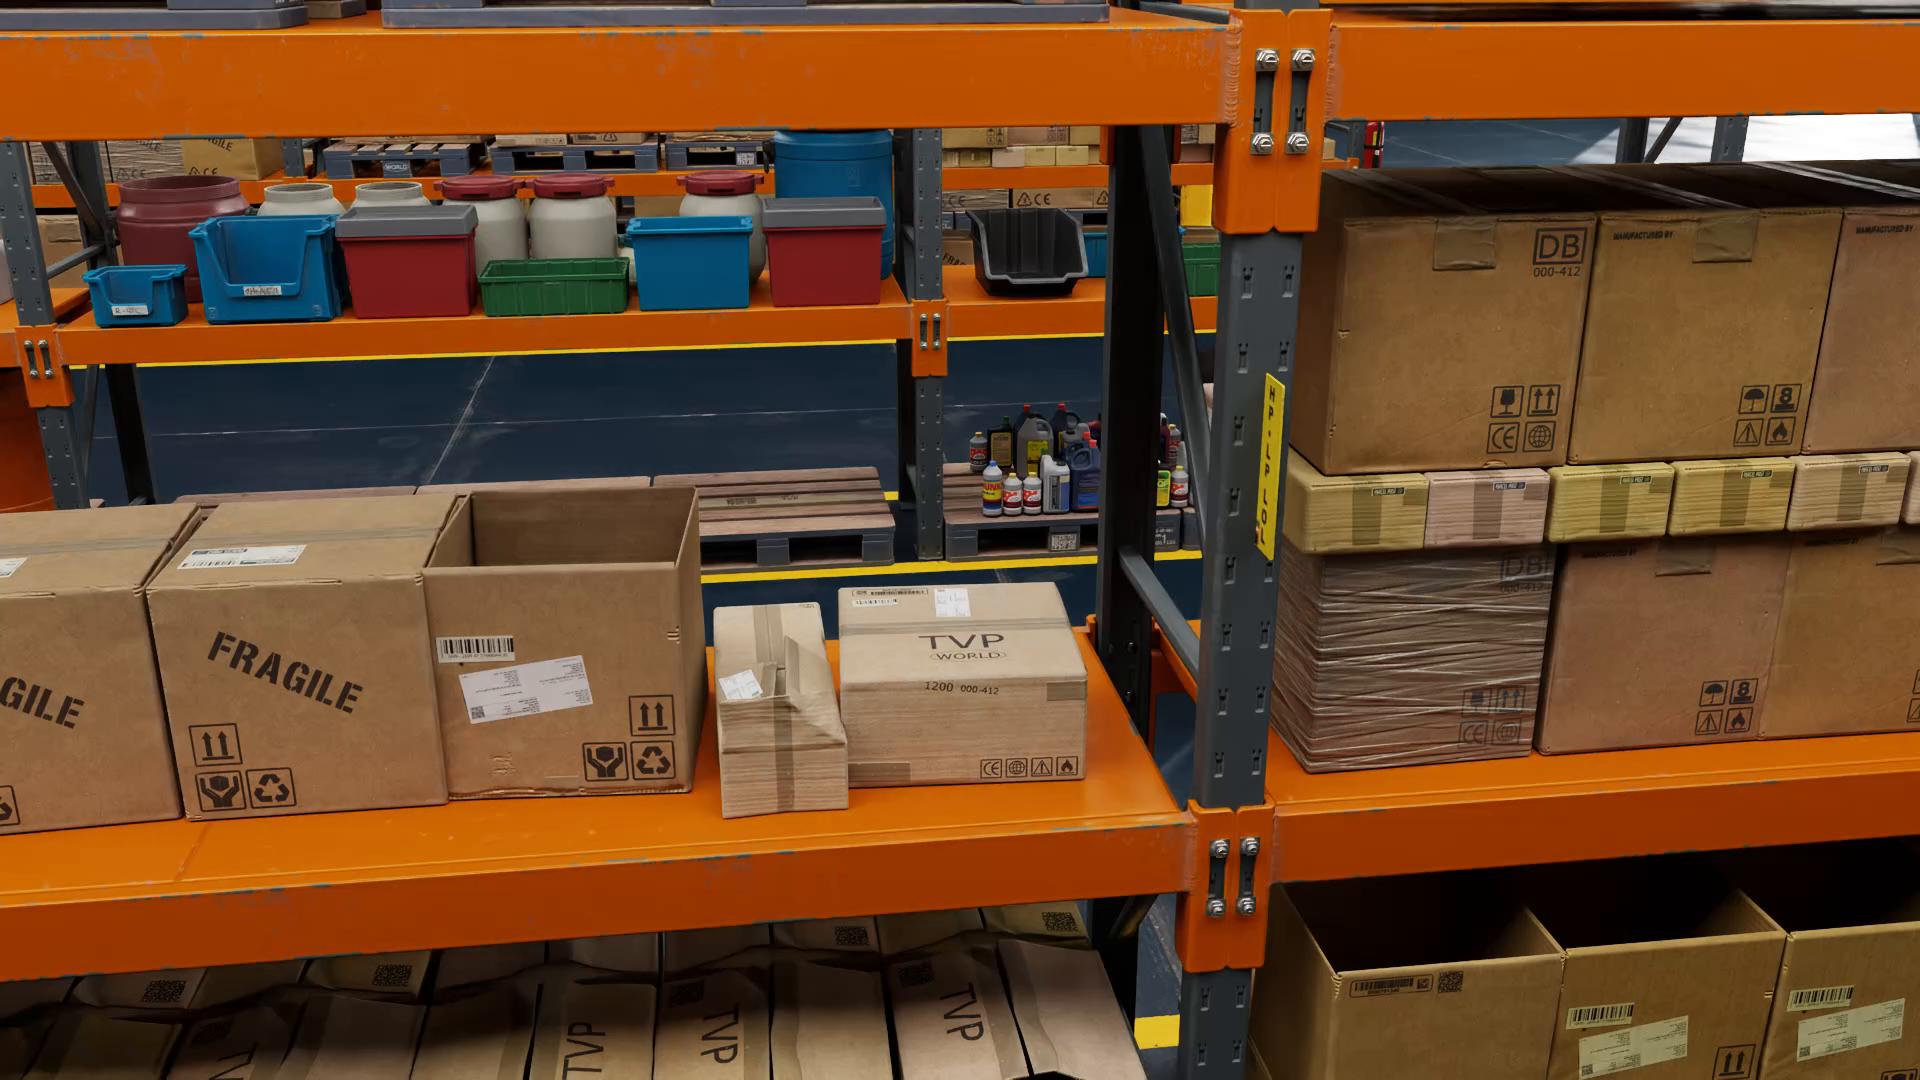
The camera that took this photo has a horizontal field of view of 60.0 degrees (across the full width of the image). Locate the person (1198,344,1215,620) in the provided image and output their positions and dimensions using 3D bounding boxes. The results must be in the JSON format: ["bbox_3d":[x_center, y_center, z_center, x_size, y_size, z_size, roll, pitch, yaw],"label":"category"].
[{"bbox_3d":[1.102,-0.152,6.543,0.358,1.722,0.532,-2,20,-6],"label":"person"}]
